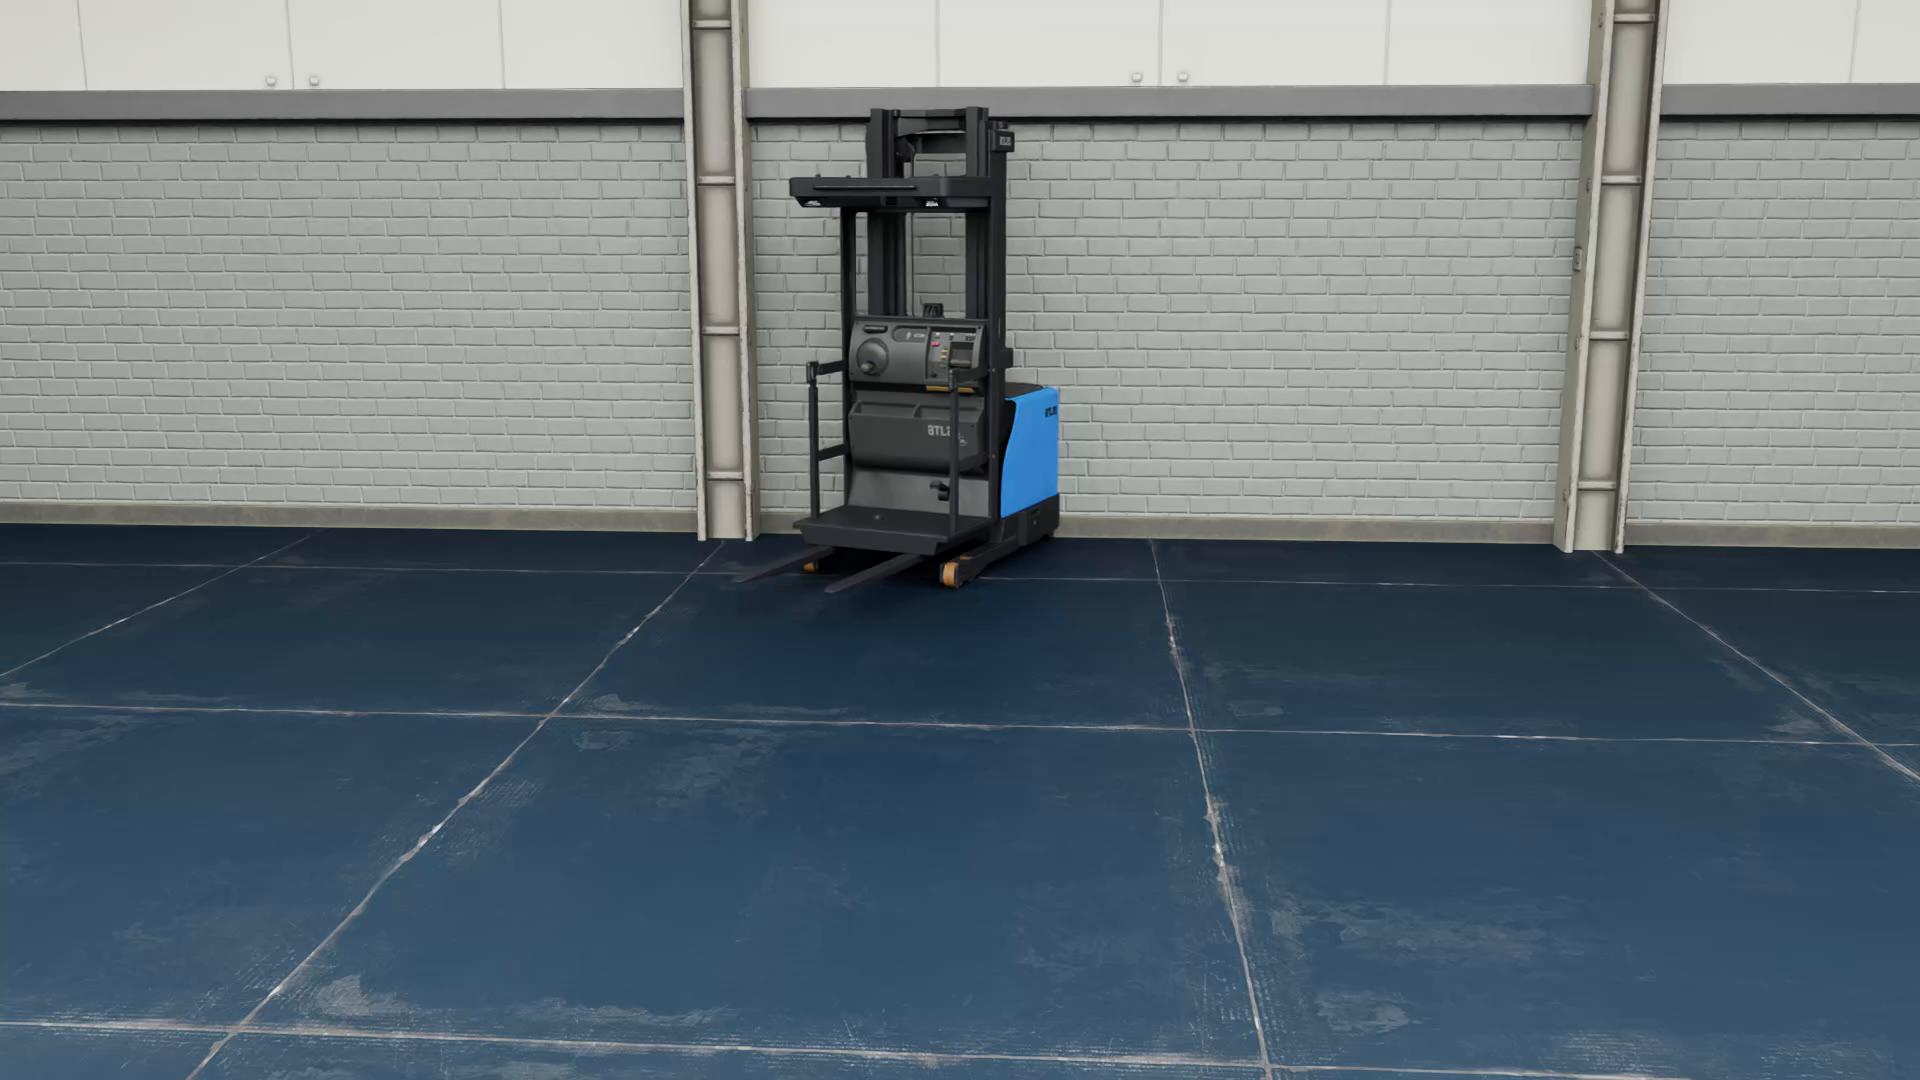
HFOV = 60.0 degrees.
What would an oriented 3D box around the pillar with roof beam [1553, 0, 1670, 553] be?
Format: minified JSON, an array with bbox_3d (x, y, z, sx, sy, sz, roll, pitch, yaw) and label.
[{"bbox_3d":[4.052,-3.470,6.378,0.400,9.000,9.100,1,12,4],"label":"pillar with roof beam"}]

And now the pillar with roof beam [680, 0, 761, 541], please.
[{"bbox_3d":[-1.935,-3.552,6.771,0.400,9.000,9.100,1,12,4],"label":"pillar with roof beam"}]

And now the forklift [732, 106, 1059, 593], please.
[{"bbox_3d":[-0.373,-1.235,10.514,1.130,2.935,3.031,5,13,24],"label":"forklift"}]
